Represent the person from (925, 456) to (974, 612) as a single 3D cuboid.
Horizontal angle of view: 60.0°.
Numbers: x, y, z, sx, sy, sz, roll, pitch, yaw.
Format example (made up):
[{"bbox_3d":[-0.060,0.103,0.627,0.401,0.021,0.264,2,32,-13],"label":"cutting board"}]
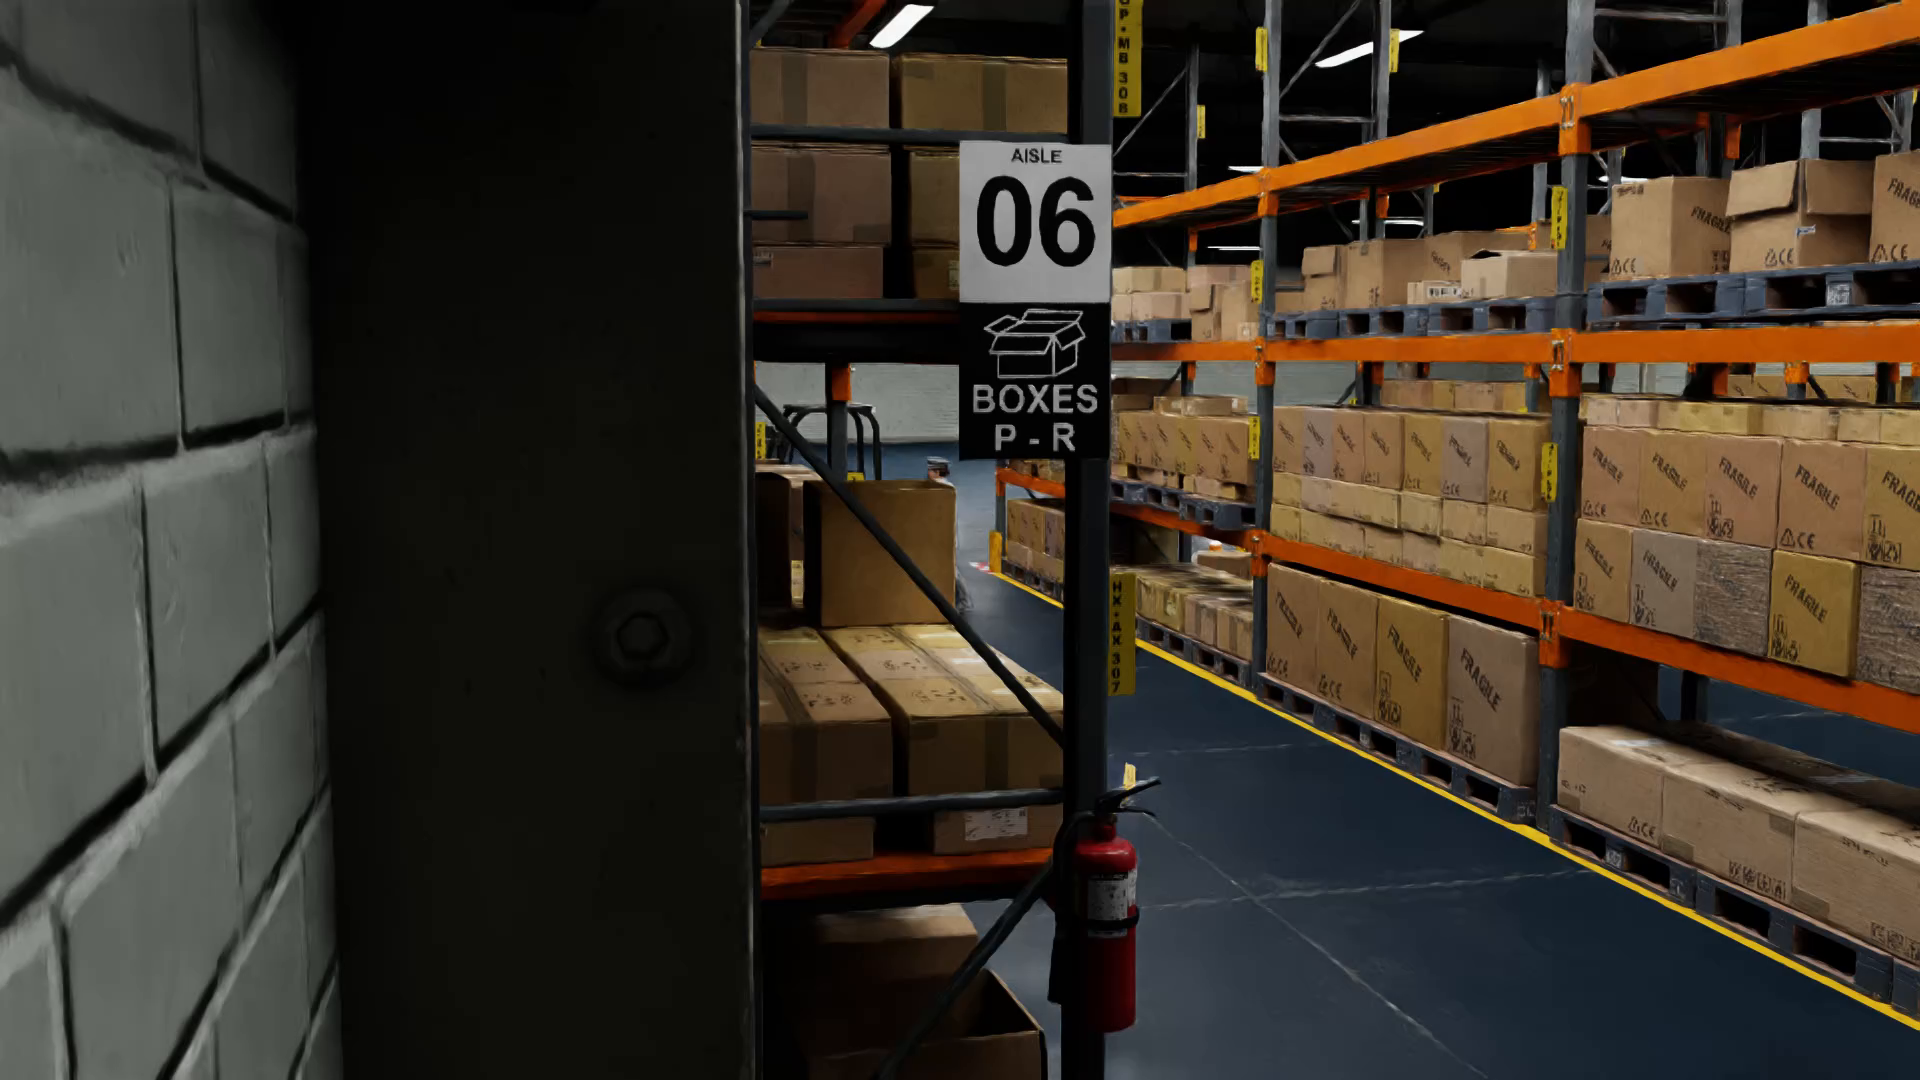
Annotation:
[{"bbox_3d":[-0.289,-0.063,17.439,0.904,1.637,0.519,1,6,9],"label":"person"}]
